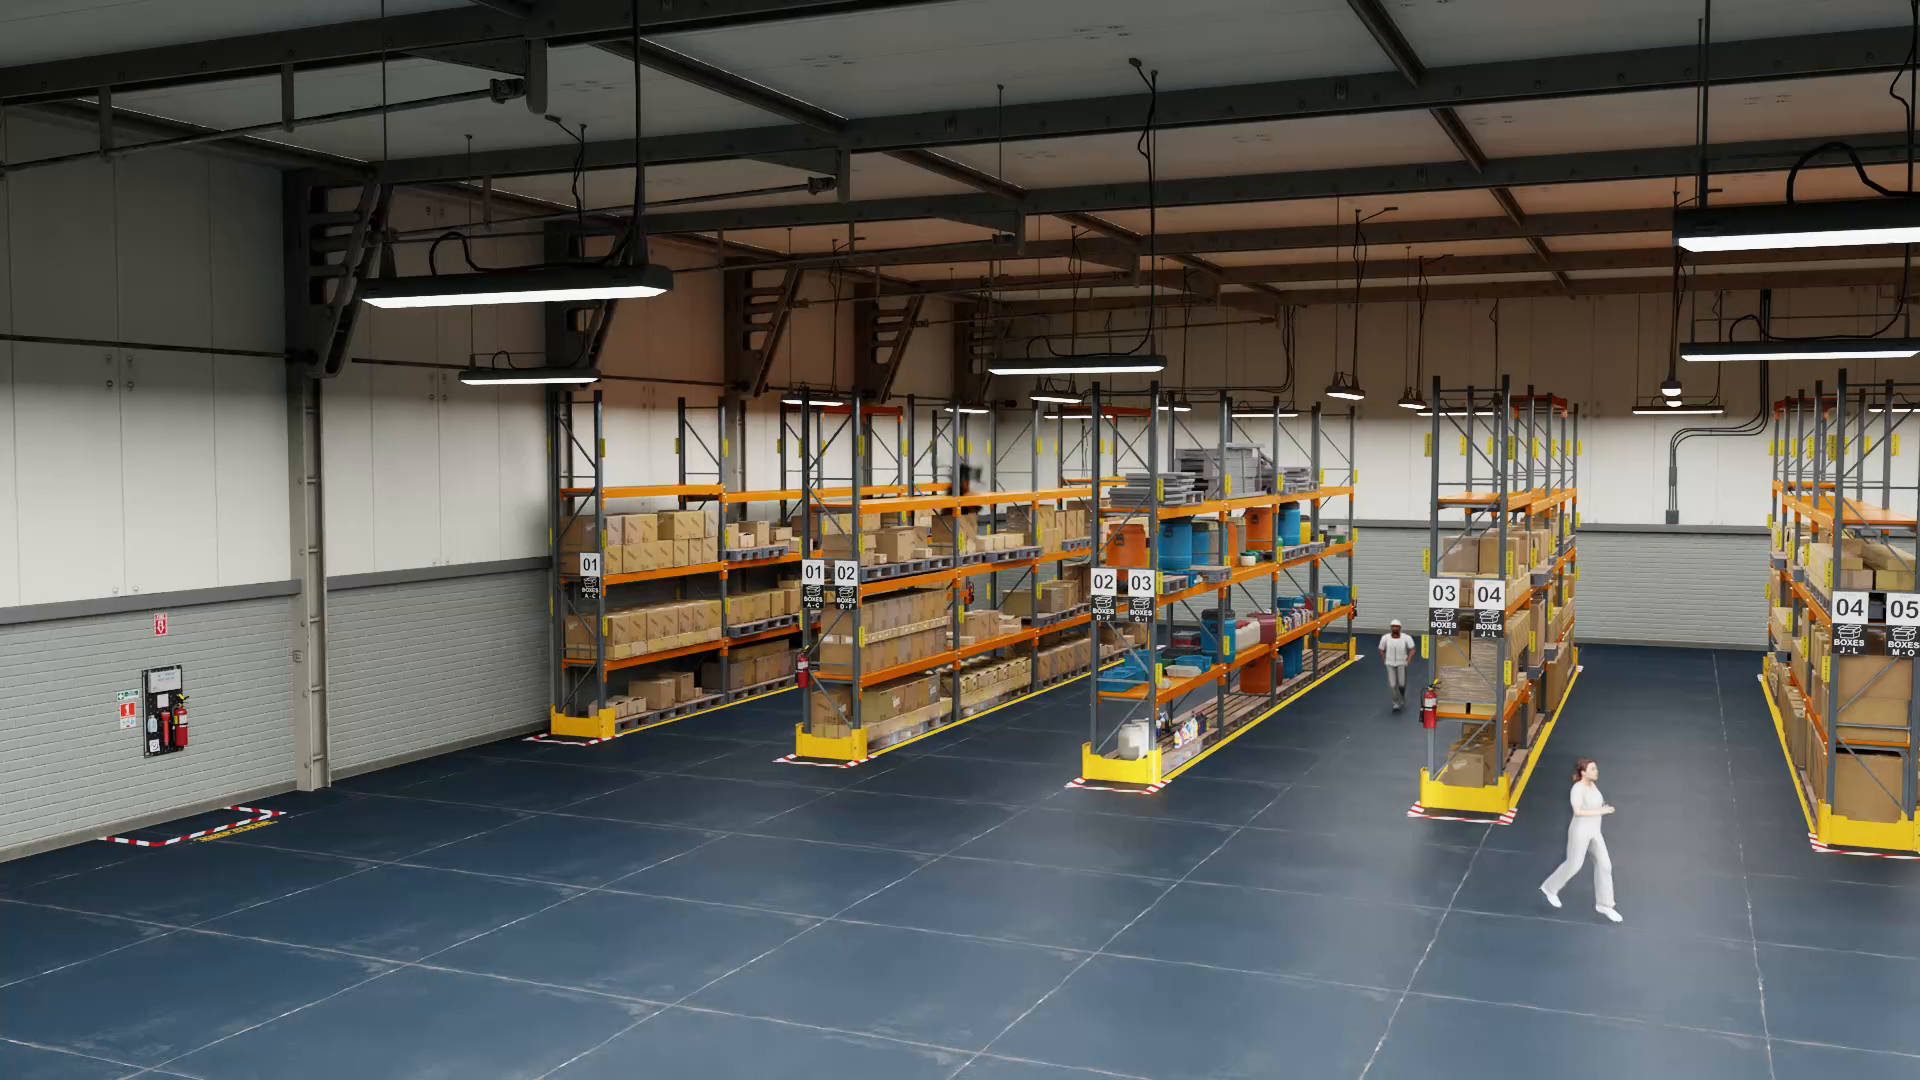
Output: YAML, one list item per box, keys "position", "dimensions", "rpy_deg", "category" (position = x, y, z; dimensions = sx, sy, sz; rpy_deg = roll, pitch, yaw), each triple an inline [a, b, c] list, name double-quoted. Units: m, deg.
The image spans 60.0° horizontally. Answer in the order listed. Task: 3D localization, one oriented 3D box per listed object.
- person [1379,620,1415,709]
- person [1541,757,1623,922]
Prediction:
- position: [8.331, 2.379, 31.757]
  dimensions: [0.674, 1.721, 0.569]
  rpy_deg: [1, 3, 19]
  category: "person"
- position: [6.653, 3.161, 17.779]
  dimensions: [0.583, 1.697, 0.894]
  rpy_deg: [-3, 4, -40]
  category: "person"
